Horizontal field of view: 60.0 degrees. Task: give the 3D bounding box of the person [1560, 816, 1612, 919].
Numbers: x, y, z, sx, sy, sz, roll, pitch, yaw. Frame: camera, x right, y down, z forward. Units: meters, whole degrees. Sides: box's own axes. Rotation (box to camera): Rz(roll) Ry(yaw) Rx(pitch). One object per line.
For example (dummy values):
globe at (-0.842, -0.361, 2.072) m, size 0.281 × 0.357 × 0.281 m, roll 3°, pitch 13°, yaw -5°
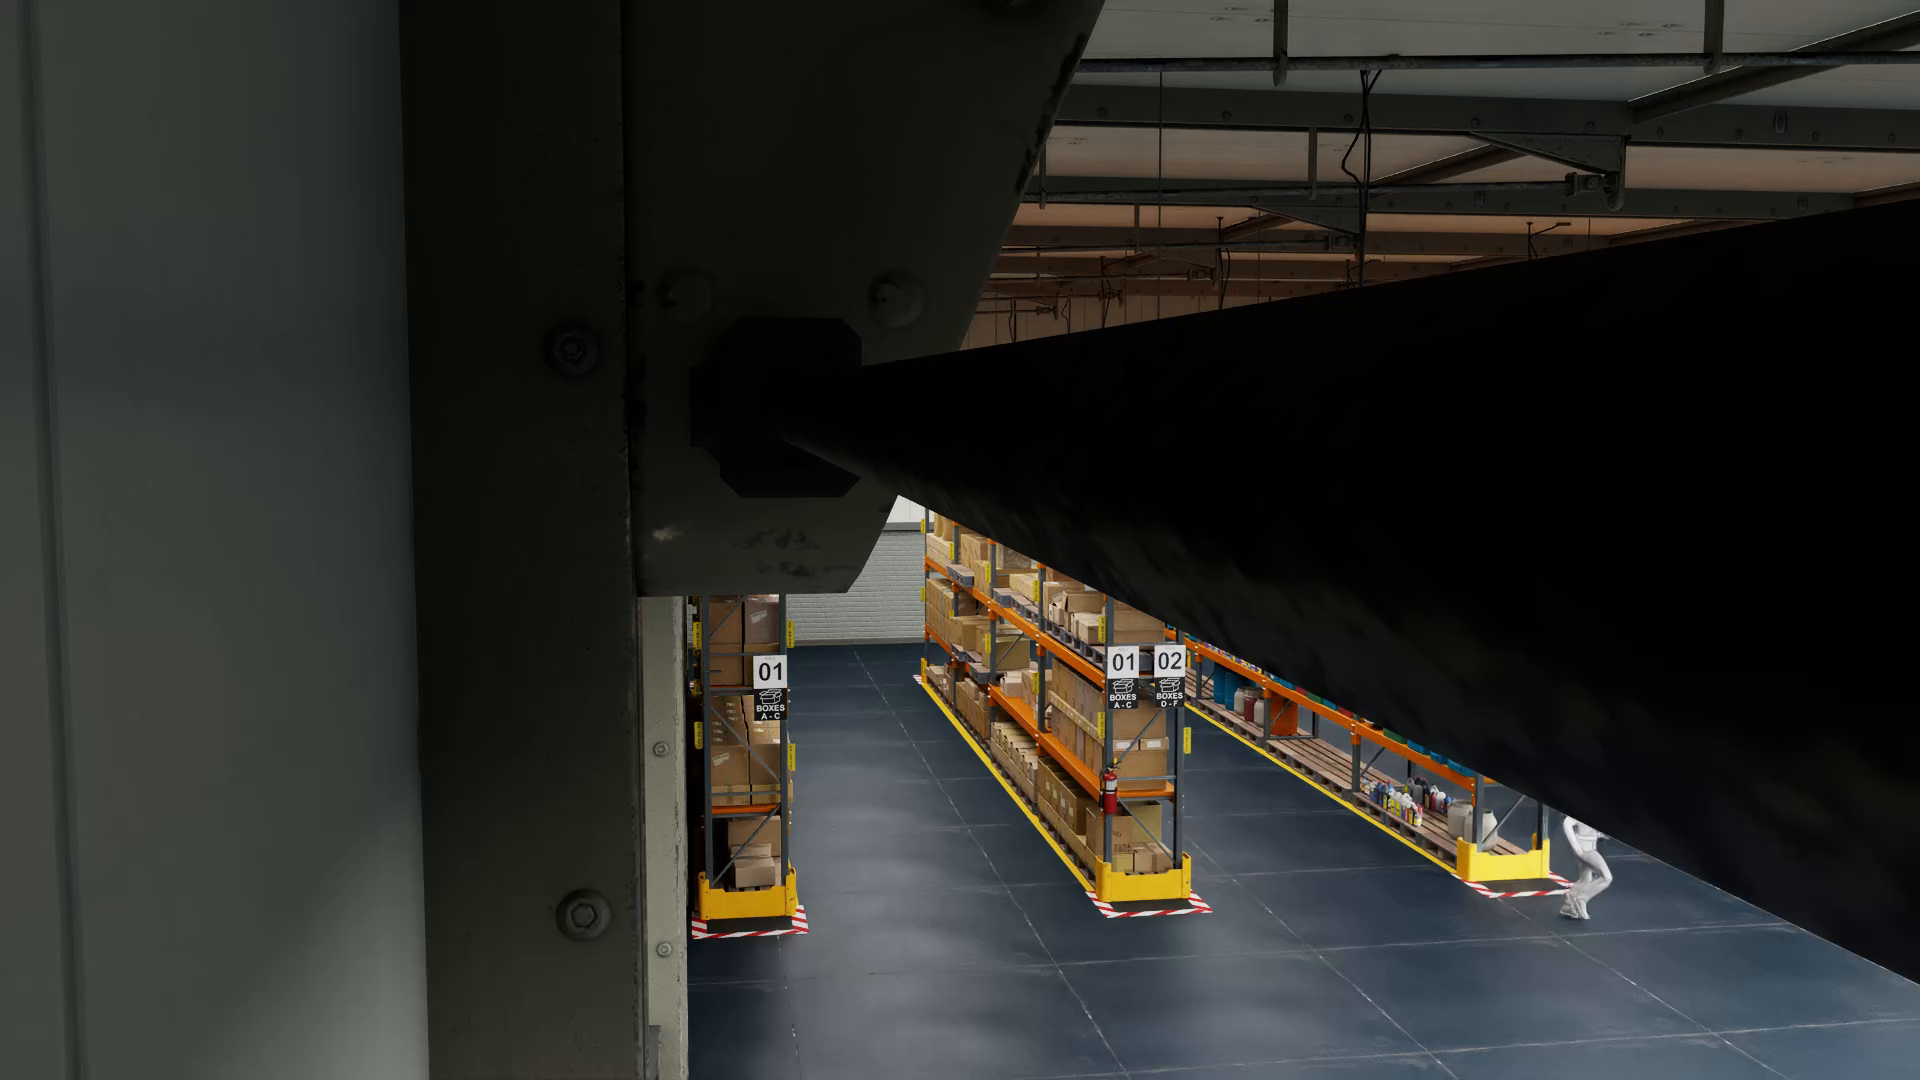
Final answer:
person at (7.561, 3.728, 20.047) m, size 0.575 × 1.647 × 0.605 m, roll 2°, pitch 5°, yaw 20°
